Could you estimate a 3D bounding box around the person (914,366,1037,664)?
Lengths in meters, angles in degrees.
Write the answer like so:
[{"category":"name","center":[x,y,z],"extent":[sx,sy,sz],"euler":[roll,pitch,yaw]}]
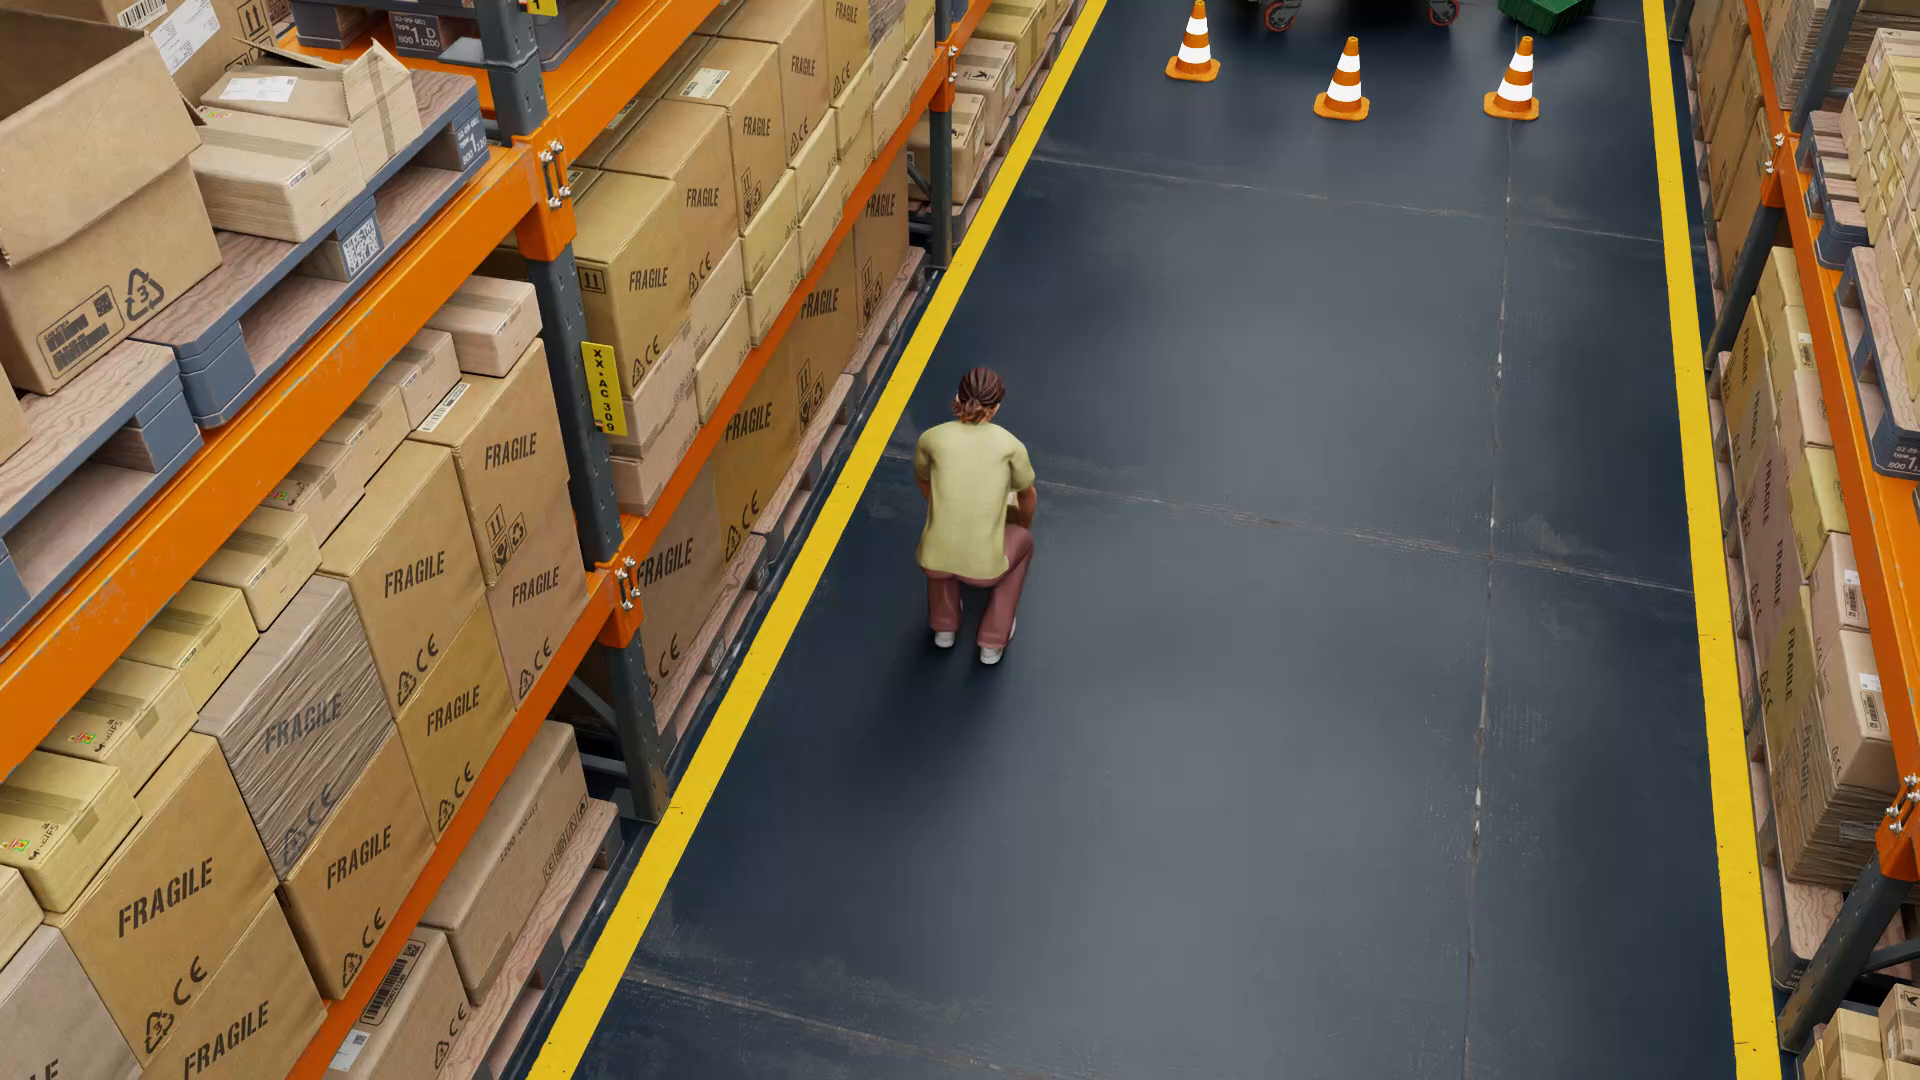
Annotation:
[{"category":"person","center":[0.029,-0.070,6.667],"extent":[0.504,1.116,0.747],"euler":[10,42,11]}]
